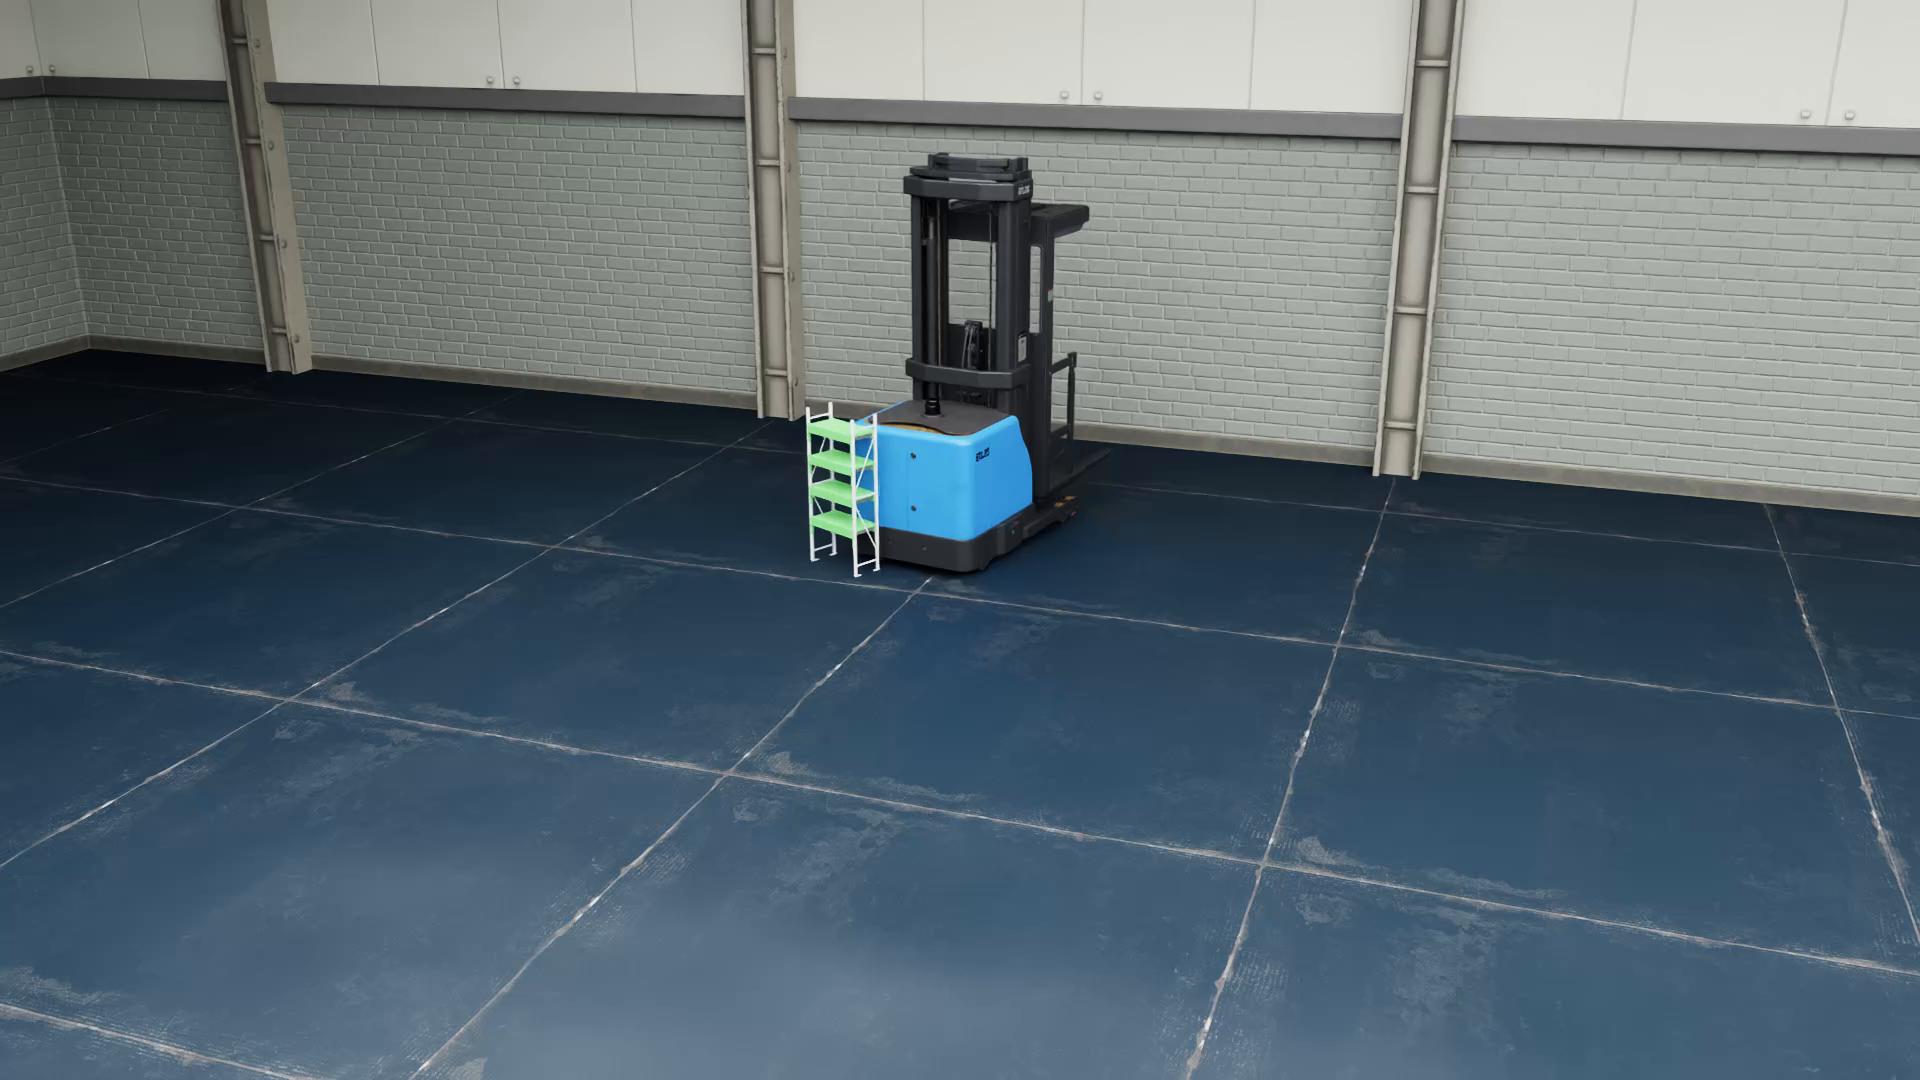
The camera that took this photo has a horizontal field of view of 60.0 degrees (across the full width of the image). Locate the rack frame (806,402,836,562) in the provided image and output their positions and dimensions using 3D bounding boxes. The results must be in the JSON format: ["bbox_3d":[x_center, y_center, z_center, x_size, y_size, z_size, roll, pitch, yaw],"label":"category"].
[{"bbox_3d":[-1.042,-0.431,12.491,0.015,1.200,0.240,18,26,41],"label":"rack frame"}]

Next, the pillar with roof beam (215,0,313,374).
[{"bbox_3d":[-8.863,-4.805,13.188,0.400,9.000,9.100,7,20,18],"label":"pillar with roof beam"}]

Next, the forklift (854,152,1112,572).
[{"bbox_3d":[0.331,-1.589,13.183,1.130,2.935,3.031,10,22,27],"label":"forklift"}]

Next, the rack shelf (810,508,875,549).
[{"bbox_3d":[-0.868,-0.088,12.429,0.480,0.148,0.258,18,26,41],"label":"rack shelf"}]

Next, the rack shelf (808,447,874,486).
[{"bbox_3d":[-0.868,-0.541,12.271,0.480,0.148,0.258,18,26,41],"label":"rack shelf"}]

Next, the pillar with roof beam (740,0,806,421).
[{"bbox_3d":[-3.195,-4.157,11.329,0.400,9.000,9.100,7,20,18],"label":"pillar with roof beam"}]

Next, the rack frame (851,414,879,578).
[{"bbox_3d":[-0.694,-0.319,12.168,0.015,1.200,0.240,18,26,41],"label":"rack frame"}]

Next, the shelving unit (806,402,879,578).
[{"bbox_3d":[-0.868,-0.375,12.329,0.503,1.200,0.258,18,26,41],"label":"shelving unit"}]

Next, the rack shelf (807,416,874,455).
[{"bbox_3d":[-0.868,-0.768,12.192,0.480,0.148,0.258,18,26,41],"label":"rack shelf"}]

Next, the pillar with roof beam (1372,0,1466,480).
[{"bbox_3d":[2.473,-3.508,9.470,0.400,9.000,9.100,7,20,18],"label":"pillar with roof beam"}]

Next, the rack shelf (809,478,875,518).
[{"bbox_3d":[-0.868,-0.315,12.350,0.480,0.148,0.258,18,26,41],"label":"rack shelf"}]
